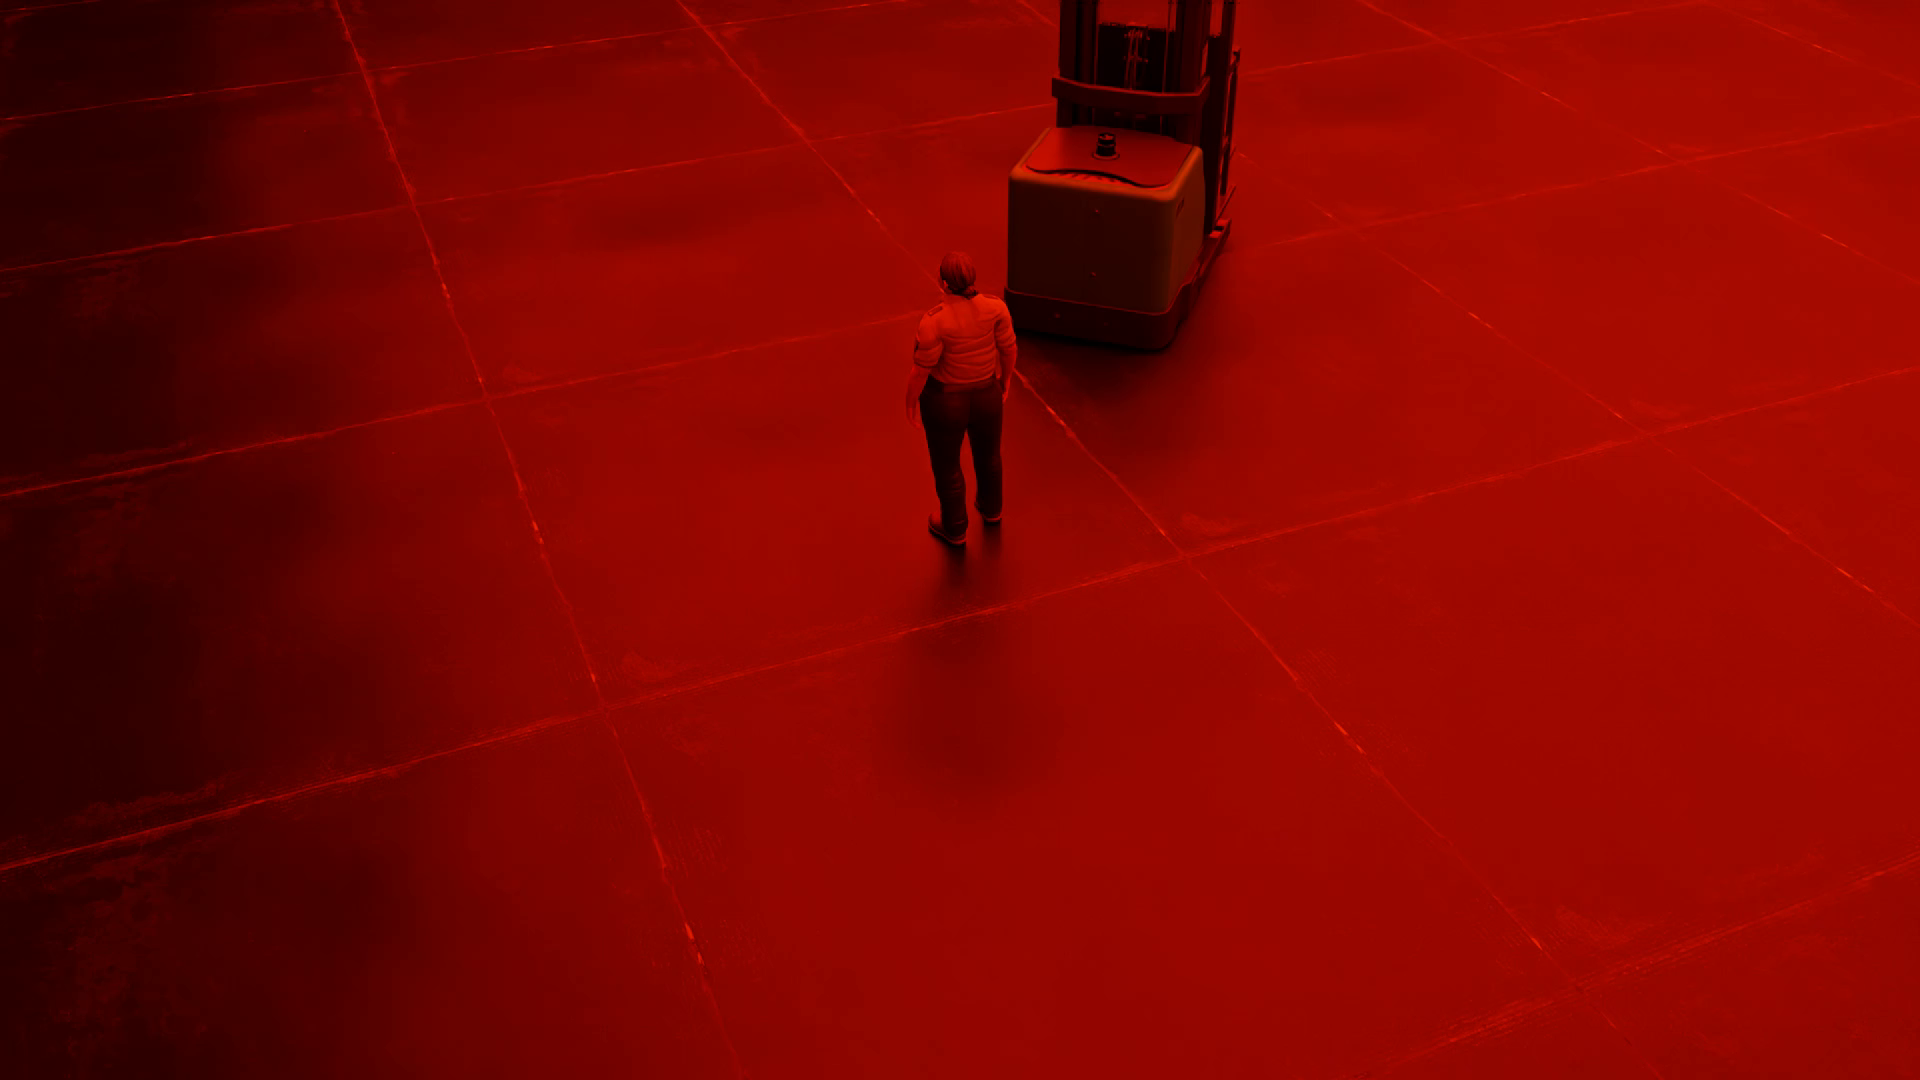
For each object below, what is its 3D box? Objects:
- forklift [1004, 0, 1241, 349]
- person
[{"bbox_3d":[1.239,-3.209,10.611,1.130,2.935,3.031,11,37,16],"label":"forklift"},{"bbox_3d":[-0.014,-0.730,8.220,0.599,1.650,0.503,-14,38,-19],"label":"person"}]
